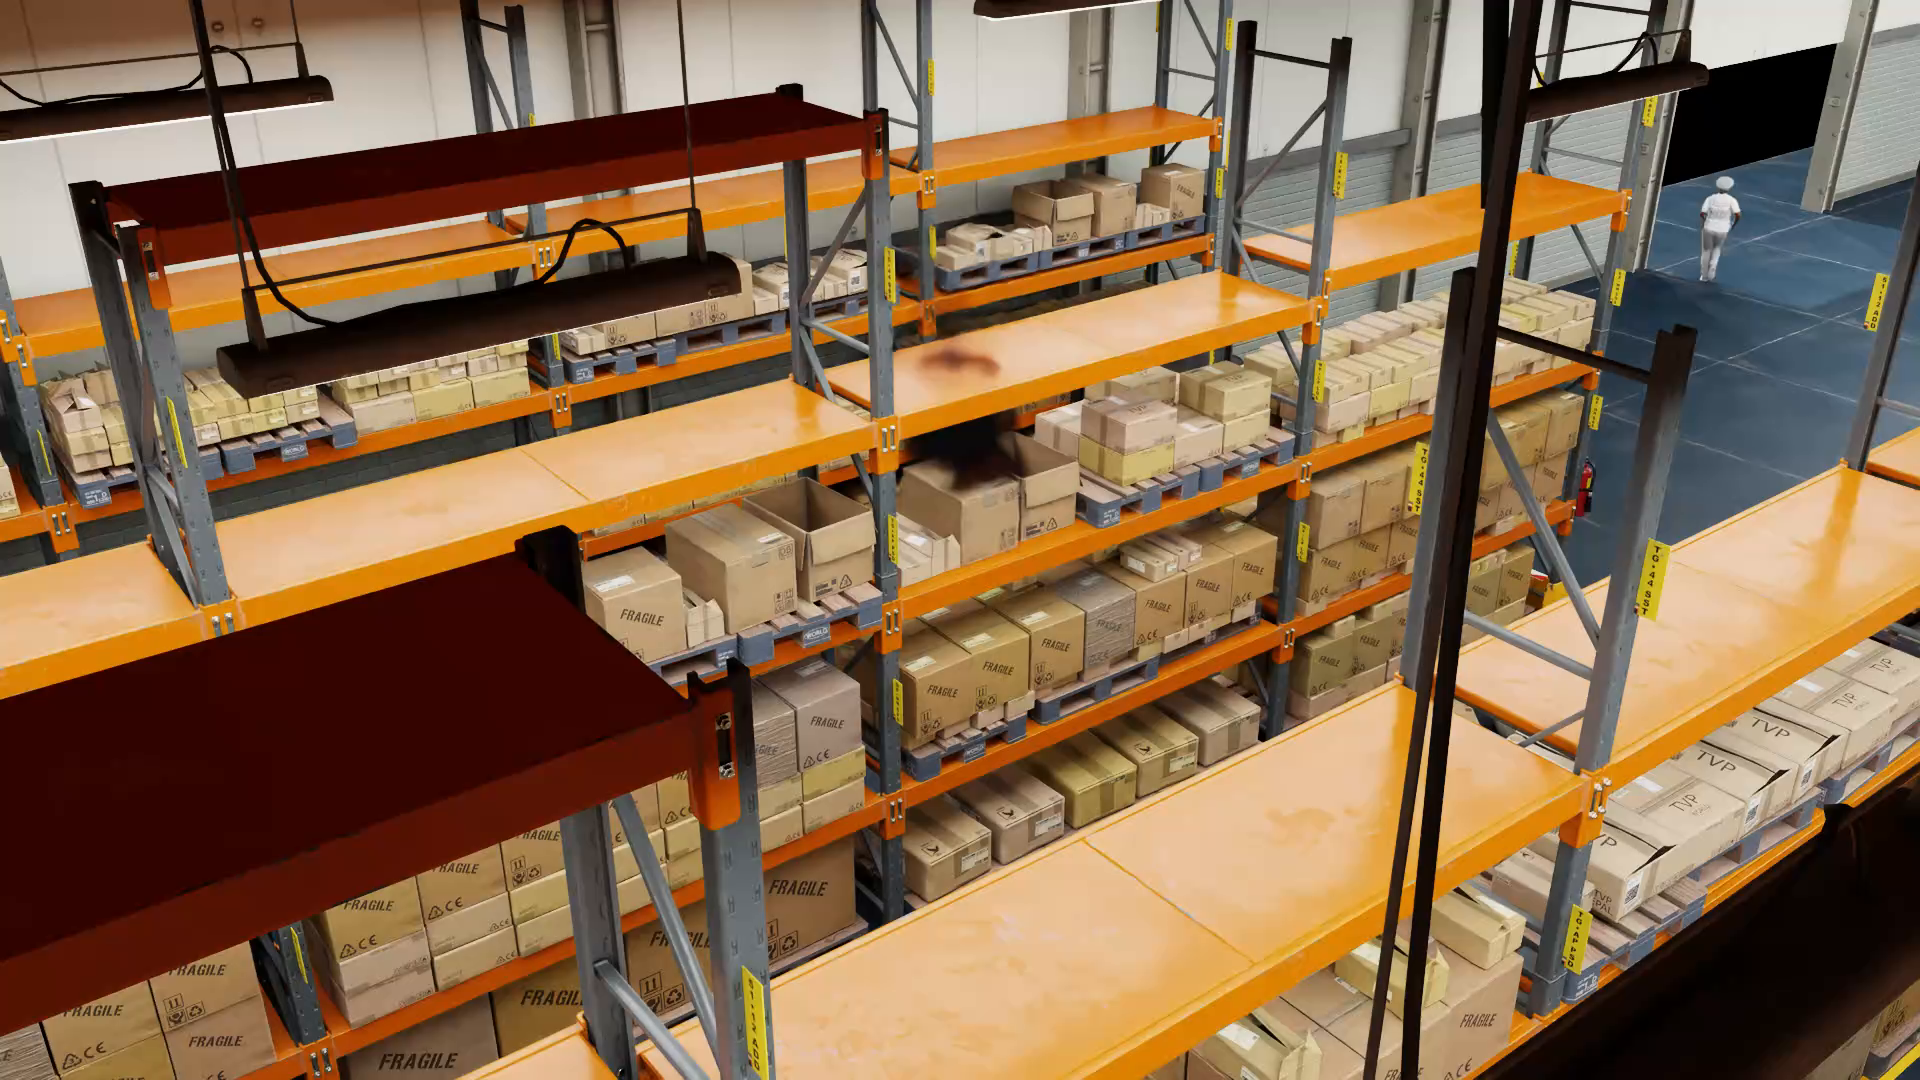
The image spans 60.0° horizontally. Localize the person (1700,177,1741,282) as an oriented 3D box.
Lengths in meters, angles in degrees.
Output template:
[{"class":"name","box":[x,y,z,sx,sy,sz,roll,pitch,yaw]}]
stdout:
[{"class":"person","box":[11.976,-4.917,26.277,0.577,1.663,0.502,11,28,21]}]
